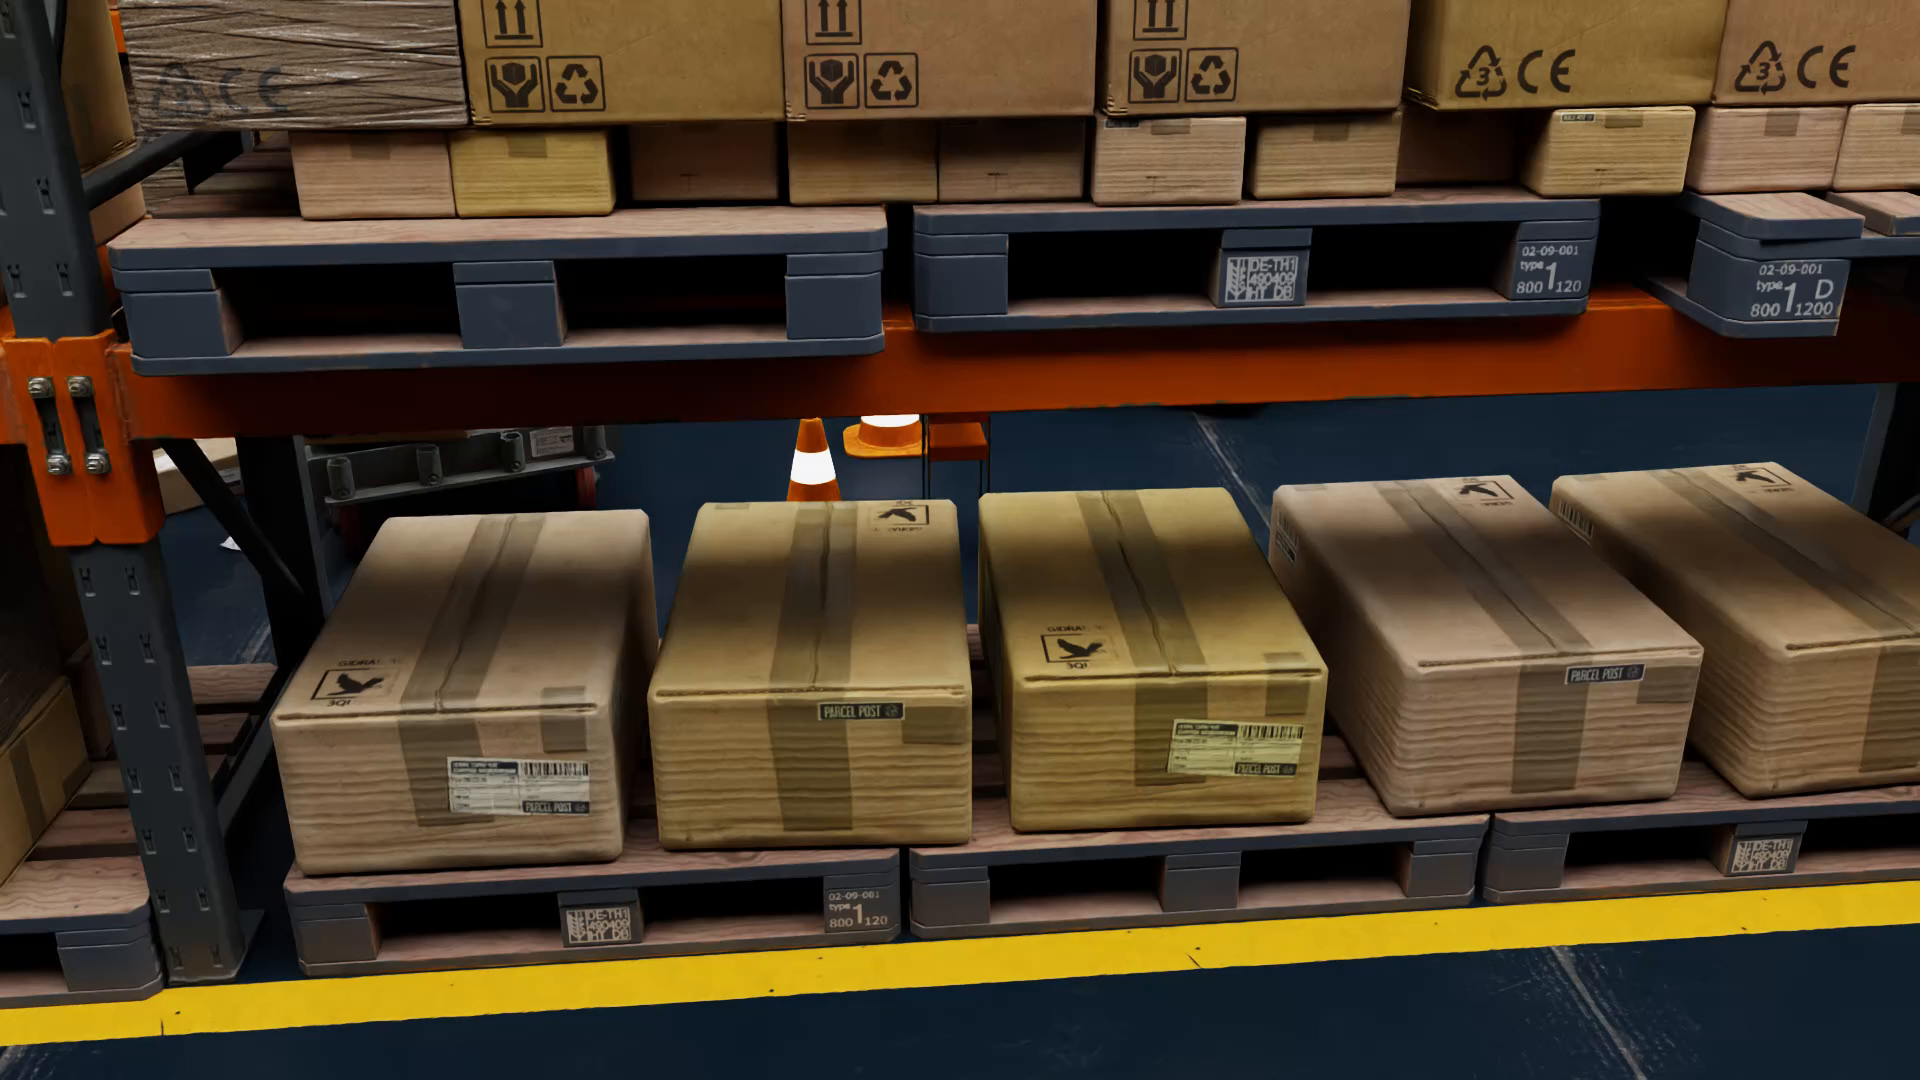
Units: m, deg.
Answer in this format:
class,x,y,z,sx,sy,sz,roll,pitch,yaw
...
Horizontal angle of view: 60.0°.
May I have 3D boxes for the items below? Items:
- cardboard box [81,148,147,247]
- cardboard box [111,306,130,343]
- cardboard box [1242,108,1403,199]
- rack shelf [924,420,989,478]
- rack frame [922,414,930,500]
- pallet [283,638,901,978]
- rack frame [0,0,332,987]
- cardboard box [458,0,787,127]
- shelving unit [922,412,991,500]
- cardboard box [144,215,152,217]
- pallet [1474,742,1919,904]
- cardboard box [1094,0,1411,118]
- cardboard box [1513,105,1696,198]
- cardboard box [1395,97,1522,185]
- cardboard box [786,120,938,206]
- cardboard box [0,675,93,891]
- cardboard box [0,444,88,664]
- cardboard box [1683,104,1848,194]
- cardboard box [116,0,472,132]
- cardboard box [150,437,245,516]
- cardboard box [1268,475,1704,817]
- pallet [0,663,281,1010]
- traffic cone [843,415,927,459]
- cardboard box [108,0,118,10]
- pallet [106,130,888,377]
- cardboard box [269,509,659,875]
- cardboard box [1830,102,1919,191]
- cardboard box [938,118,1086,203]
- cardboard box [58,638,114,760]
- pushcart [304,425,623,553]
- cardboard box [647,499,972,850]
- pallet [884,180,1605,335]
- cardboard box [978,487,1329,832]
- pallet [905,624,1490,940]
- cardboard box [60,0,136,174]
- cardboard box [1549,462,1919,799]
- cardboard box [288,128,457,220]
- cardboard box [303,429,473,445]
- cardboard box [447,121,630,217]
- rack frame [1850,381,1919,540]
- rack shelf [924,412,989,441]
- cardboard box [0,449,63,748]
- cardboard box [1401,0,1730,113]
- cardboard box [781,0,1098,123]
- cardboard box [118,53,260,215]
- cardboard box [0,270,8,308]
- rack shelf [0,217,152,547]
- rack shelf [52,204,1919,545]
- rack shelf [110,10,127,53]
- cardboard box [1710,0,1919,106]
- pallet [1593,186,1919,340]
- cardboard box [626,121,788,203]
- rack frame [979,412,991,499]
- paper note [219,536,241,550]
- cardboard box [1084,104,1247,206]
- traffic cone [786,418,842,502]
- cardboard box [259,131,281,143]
class,x,y,z,sx,sy,sz,roll,pitch,yaw
cardboard box,-1.887,-0.698,3.436,0.250,0.149,0.380,-2,24,-5
cardboard box,-3.093,-0.591,5.793,0.503,0.637,0.797,-2,24,-5
cardboard box,0.602,-0.730,2.992,0.250,0.149,0.380,-3,24,-7
rack shelf,-0.014,-0.288,5.121,0.180,0.103,0.258,-2,24,-5
rack frame,-0.105,-0.544,4.997,0.006,1.200,0.240,-2,24,-5
pallet,-0.767,0.547,3.759,1.213,0.211,1.003,-2,24,-5
rack frame,-1.542,-0.695,3.122,0.127,3.000,1.000,-2,24,-5
cardboard box,-0.549,-0.992,2.782,0.500,0.500,0.500,-2,24,-5
shelving unit,-0.014,-0.548,5.005,0.189,1.200,0.258,-2,24,-5
cardboard box,-3.573,-1.074,7.048,0.500,0.500,0.500,2,24,4
pallet,1.661,0.450,3.978,1.213,0.211,1.003,-2,24,-5
cardboard box,0.455,-1.031,2.870,0.500,0.500,0.500,-3,24,-7
cardboard box,1.106,-0.732,2.997,0.250,0.149,0.380,-2,24,-4
cardboard box,0.844,-0.773,3.089,0.250,0.149,0.380,-2,24,-5
cardboard box,-0.177,-0.709,2.944,0.250,0.149,0.380,-2,24,-4
cardboard box,-2.104,0.501,3.297,0.500,0.250,0.500,-1,24,-3
cardboard box,-2.155,-0.059,3.635,0.500,0.500,0.500,-1,24,-3
cardboard box,1.379,-0.749,3.035,0.250,0.149,0.380,-3,24,-8
cardboard box,-1.047,-0.972,2.737,0.500,0.500,0.500,-2,24,-4
cardboard box,-2.563,-0.281,5.555,0.258,0.266,0.396,22,32,40
cardboard box,1.142,0.205,3.814,0.625,0.372,0.950,-3,24,-6
pallet,-2.207,0.620,3.595,1.213,0.211,1.003,-2,24,-5
traffic cone,-0.255,-0.567,5.957,0.334,0.463,0.336,-2,24,-5
cardboard box,-3.589,-2.736,7.528,0.550,0.550,0.875,-2,24,-5
pallet,-0.767,-0.580,3.097,1.213,0.211,1.003,-2,24,-5
cardboard box,-1.020,0.291,3.619,0.625,0.372,0.950,-2,24,-4
cardboard box,1.630,-0.756,3.050,0.250,0.149,0.380,-2,24,-6
cardboard box,0.070,-0.718,2.965,0.250,0.149,0.380,-2,24,-5
cardboard box,-2.155,0.284,3.787,0.500,0.250,0.500,-3,24,-8
pushcart,-1.816,-0.417,5.723,0.936,0.377,1.648,-11,26,-23
cardboard box,-0.305,0.261,3.687,0.625,0.372,0.950,-1,24,-2
pallet,0.473,-0.672,3.305,1.213,0.211,1.003,-2,24,-5
cardboard box,0.387,0.233,3.751,0.625,0.372,0.950,-2,24,-3
pallet,0.450,0.497,3.872,1.213,0.211,1.003,-2,24,-5
cardboard box,-2.007,-0.972,3.255,0.500,0.500,0.500,-2,24,-5
cardboard box,1.876,0.172,3.888,0.625,0.372,0.950,-4,24,-9
cardboard box,-0.961,-0.667,2.850,0.250,0.149,0.380,-2,24,-4
cardboard box,-1.747,-0.618,5.091,0.500,0.500,0.500,-2,24,-5
cardboard box,-0.711,-0.673,2.864,0.250,0.149,0.380,-2,24,-4
rack frame,2.439,-0.855,3.481,0.127,3.000,1.000,-2,24,-5
rack shelf,-0.014,-0.397,5.072,0.180,0.103,0.258,-2,24,-5
cardboard box,-2.104,0.159,3.145,0.500,0.500,0.500,-3,24,-6
cardboard box,0.998,-1.052,2.918,0.500,0.500,0.500,-4,24,-9
cardboard box,-0.055,-1.006,2.814,0.500,0.500,0.500,-2,24,-5
cardboard box,-3.658,-1.879,7.883,0.875,0.875,0.875,-2,24,-5
cardboard box,-1.832,-0.445,2.867,0.250,0.149,0.380,-3,24,-6
rack shelf,-3.532,-0.287,3.088,4.000,0.370,1.077,-2,24,-5
rack shelf,0.449,-0.447,3.447,4.000,0.370,1.077,-2,24,-5
rack shelf,-4.119,-2.284,7.580,4.000,0.370,1.077,-2,24,-5
cardboard box,1.500,-1.073,2.965,0.500,0.500,0.500,-3,24,-6
pallet,1.740,-0.696,3.359,1.003,0.211,1.213,-2,24,-5
cardboard box,-0.437,-0.716,2.959,0.250,0.149,0.380,-1,24,-2
rack frame,0.077,-0.551,5.013,0.006,1.200,0.240,-2,24,-5
paper note,-2.237,-0.007,5.228,0.142,0.019,0.148,-2,24,-5
cardboard box,0.339,-0.708,2.941,0.250,0.149,0.380,-1,24,-3
traffic cone,-0.445,-0.152,5.021,0.334,0.463,0.336,-2,24,-5
cardboard box,-2.762,-1.916,7.967,0.875,0.875,0.875,-2,24,-4
